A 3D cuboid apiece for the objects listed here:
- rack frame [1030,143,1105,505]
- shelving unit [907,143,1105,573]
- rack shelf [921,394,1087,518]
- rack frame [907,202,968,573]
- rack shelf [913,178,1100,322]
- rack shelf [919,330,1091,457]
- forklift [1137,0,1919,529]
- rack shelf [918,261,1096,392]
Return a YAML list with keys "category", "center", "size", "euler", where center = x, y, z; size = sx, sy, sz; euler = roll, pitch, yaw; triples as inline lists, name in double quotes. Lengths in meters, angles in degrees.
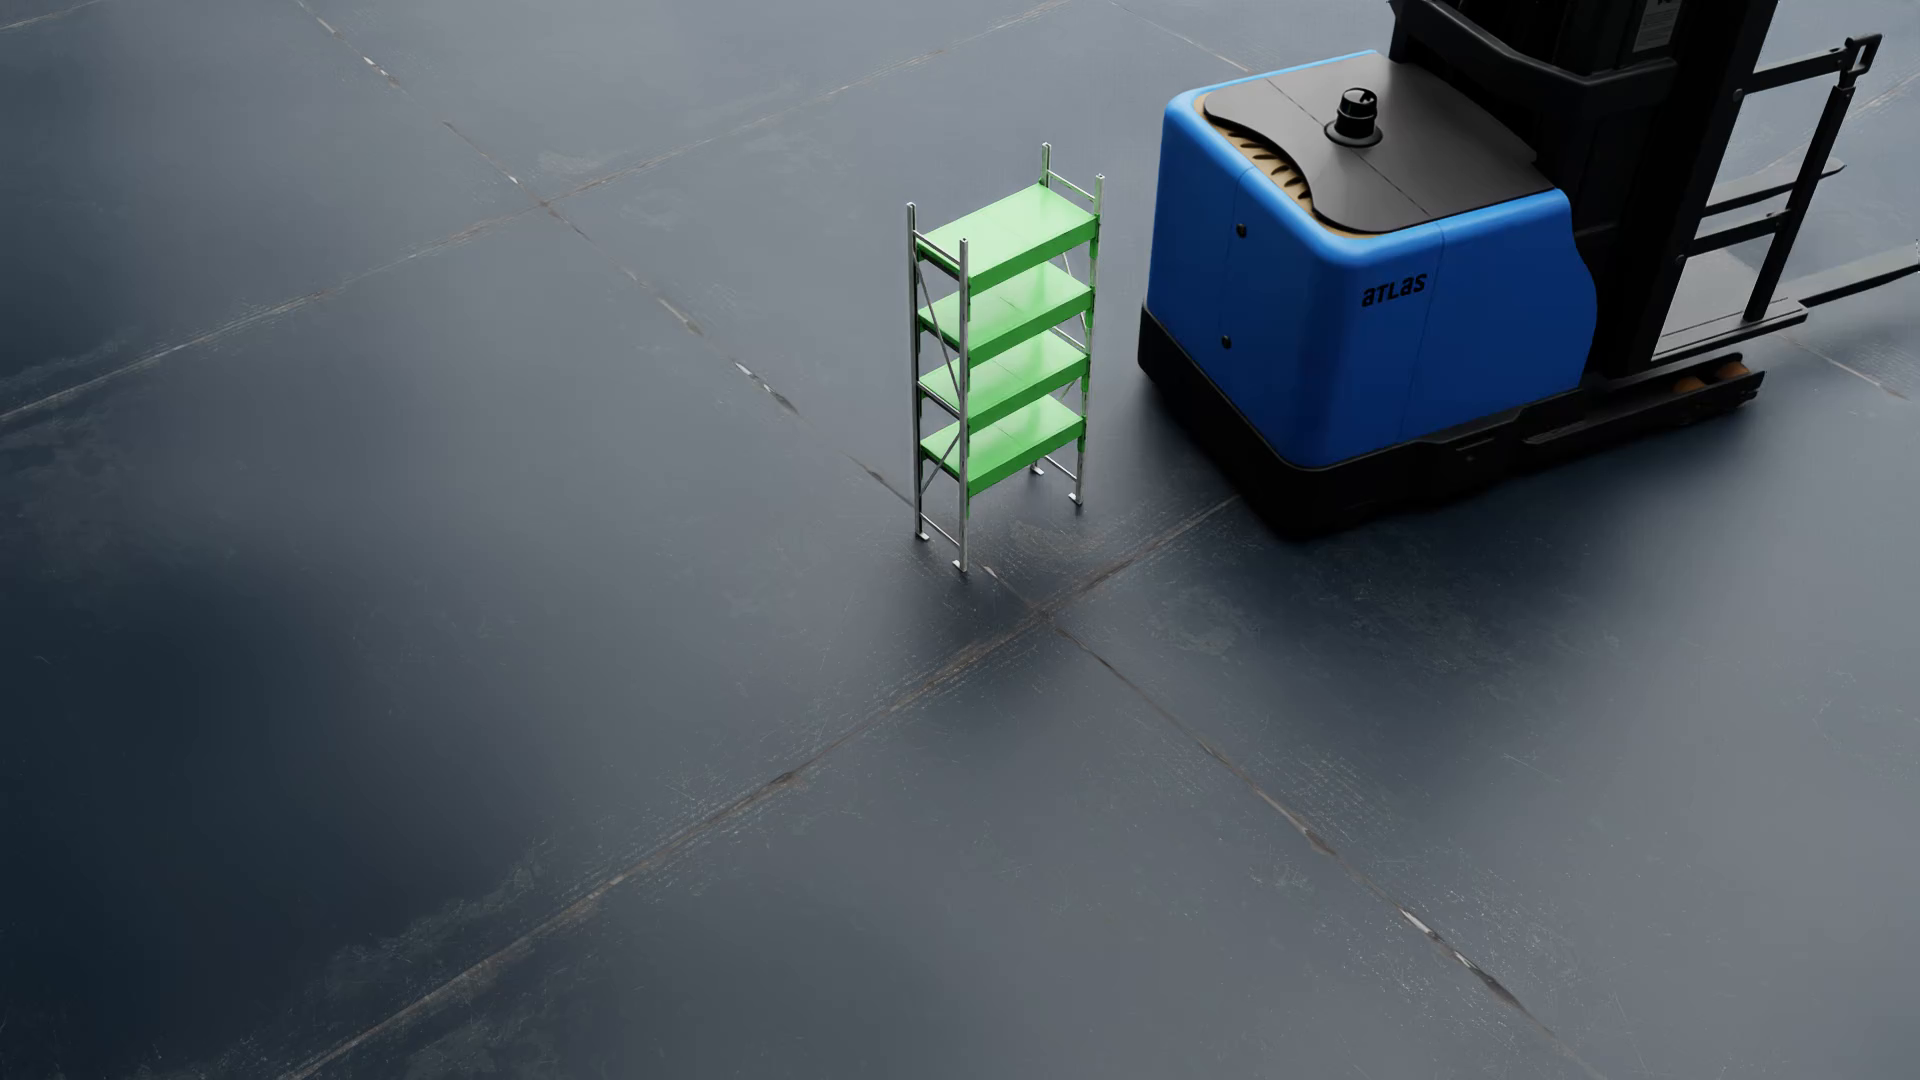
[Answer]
- category: "rack frame"
  center: [0.314, -0.617, 5.031]
  size: [0.015, 1.200, 0.240]
  euler: [-30, 51, -28]
- category: "shelving unit"
  center: [0.127, -0.510, 4.917]
  size: [0.503, 1.200, 0.258]
  euler: [-30, 51, -28]
- category: "rack shelf"
  center: [0.127, -0.289, 5.125]
  size: [0.480, 0.148, 0.258]
  euler: [-30, 51, -28]
- category: "rack frame"
  center: [-0.060, -0.403, 4.803]
  size: [0.015, 1.200, 0.240]
  euler: [-30, 51, -28]
- category: "rack shelf"
  center: [0.127, -0.813, 4.632]
  size: [0.480, 0.148, 0.258]
  euler: [-30, 51, -28]
- category: "rack shelf"
  center: [0.127, -0.463, 4.960]
  size: [0.480, 0.148, 0.258]
  euler: [-30, 51, -28]
- category: "forklift"
  center: [2.182, -1.775, 4.999]
  size: [3.031, 2.935, 1.130]
  euler: [-17, 46, -17]
- category: "rack shelf"
  center: [0.127, -0.638, 4.796]
  size: [0.480, 0.148, 0.258]
  euler: [-30, 51, -28]
